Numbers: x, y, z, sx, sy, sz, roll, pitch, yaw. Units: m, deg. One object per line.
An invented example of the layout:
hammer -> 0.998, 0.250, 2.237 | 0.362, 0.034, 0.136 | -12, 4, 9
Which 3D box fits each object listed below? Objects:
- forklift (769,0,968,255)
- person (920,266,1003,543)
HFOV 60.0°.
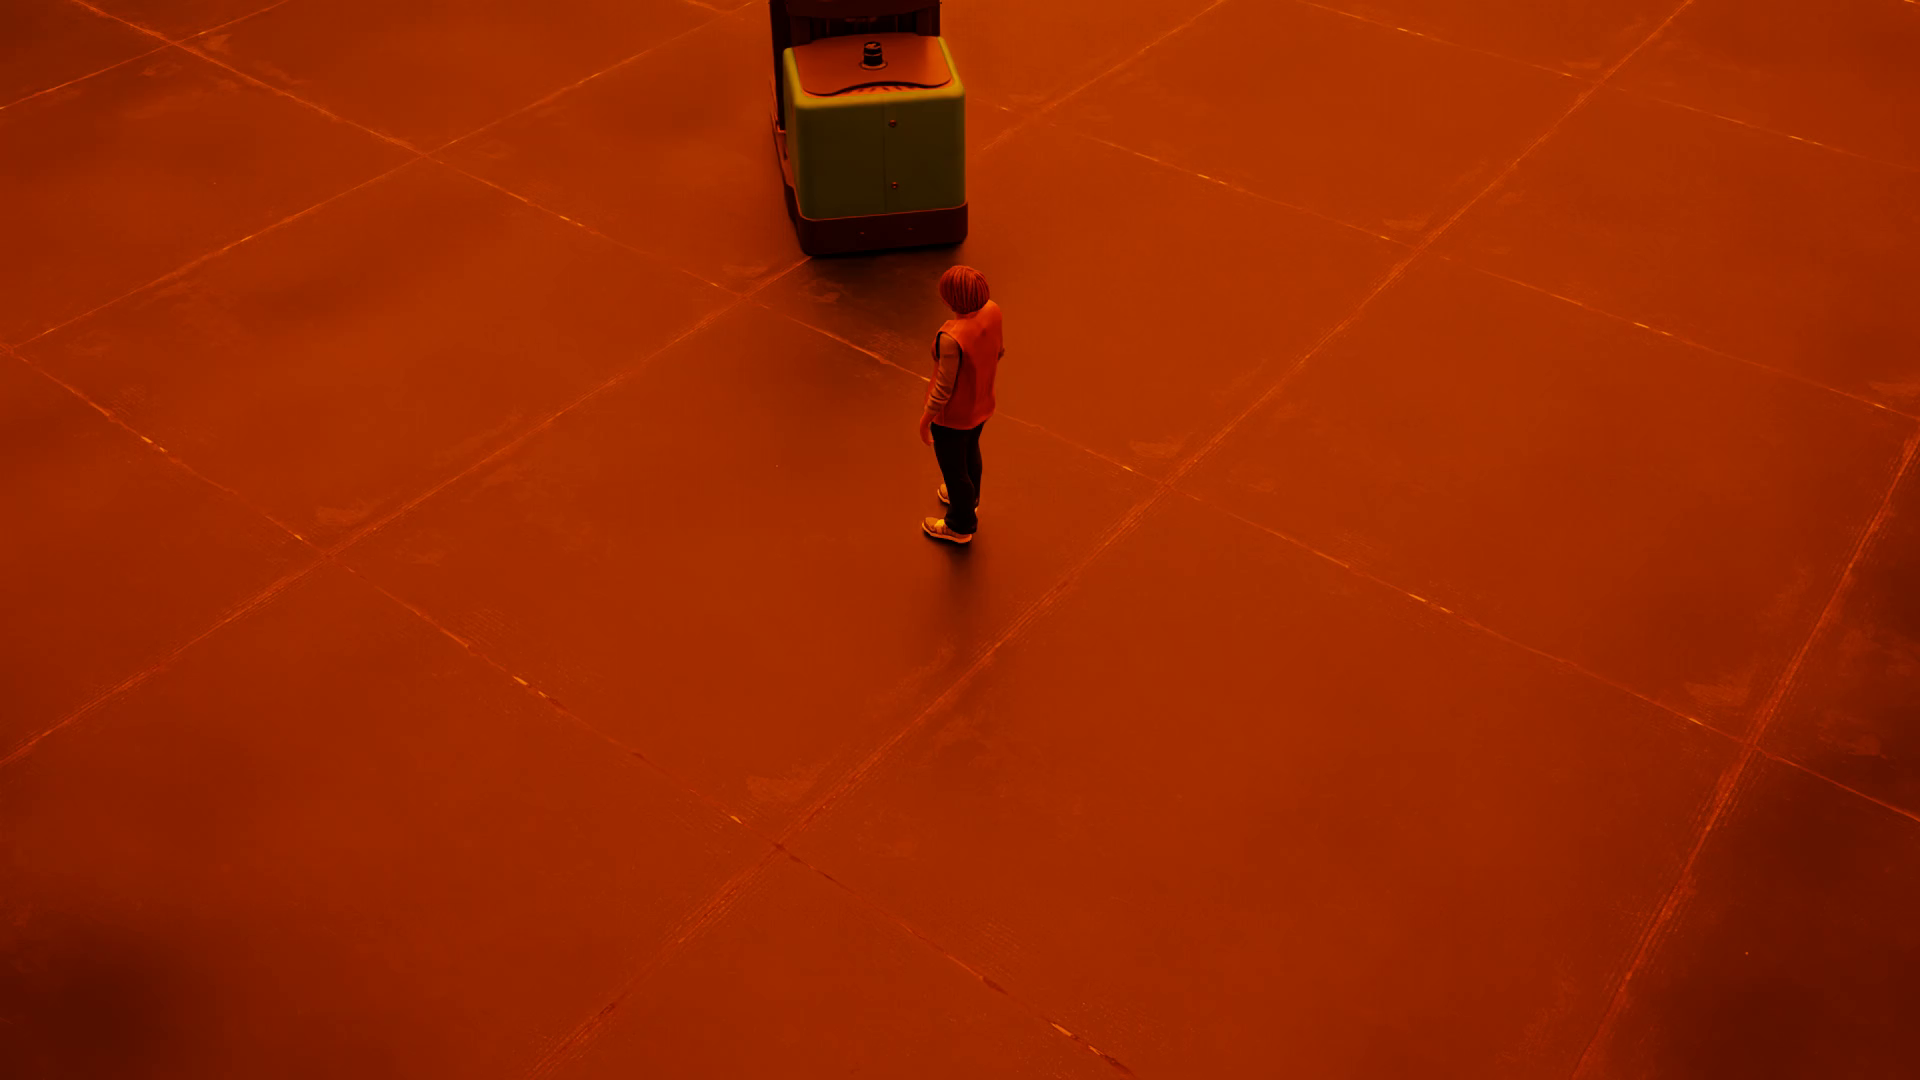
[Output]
forklift -> -0.715, -3.842, 10.581 | 1.130, 2.935, 3.031 | -7, 41, -8
person -> -0.049, -0.651, 7.856 | 0.473, 1.599, 0.514 | 26, 47, 28
